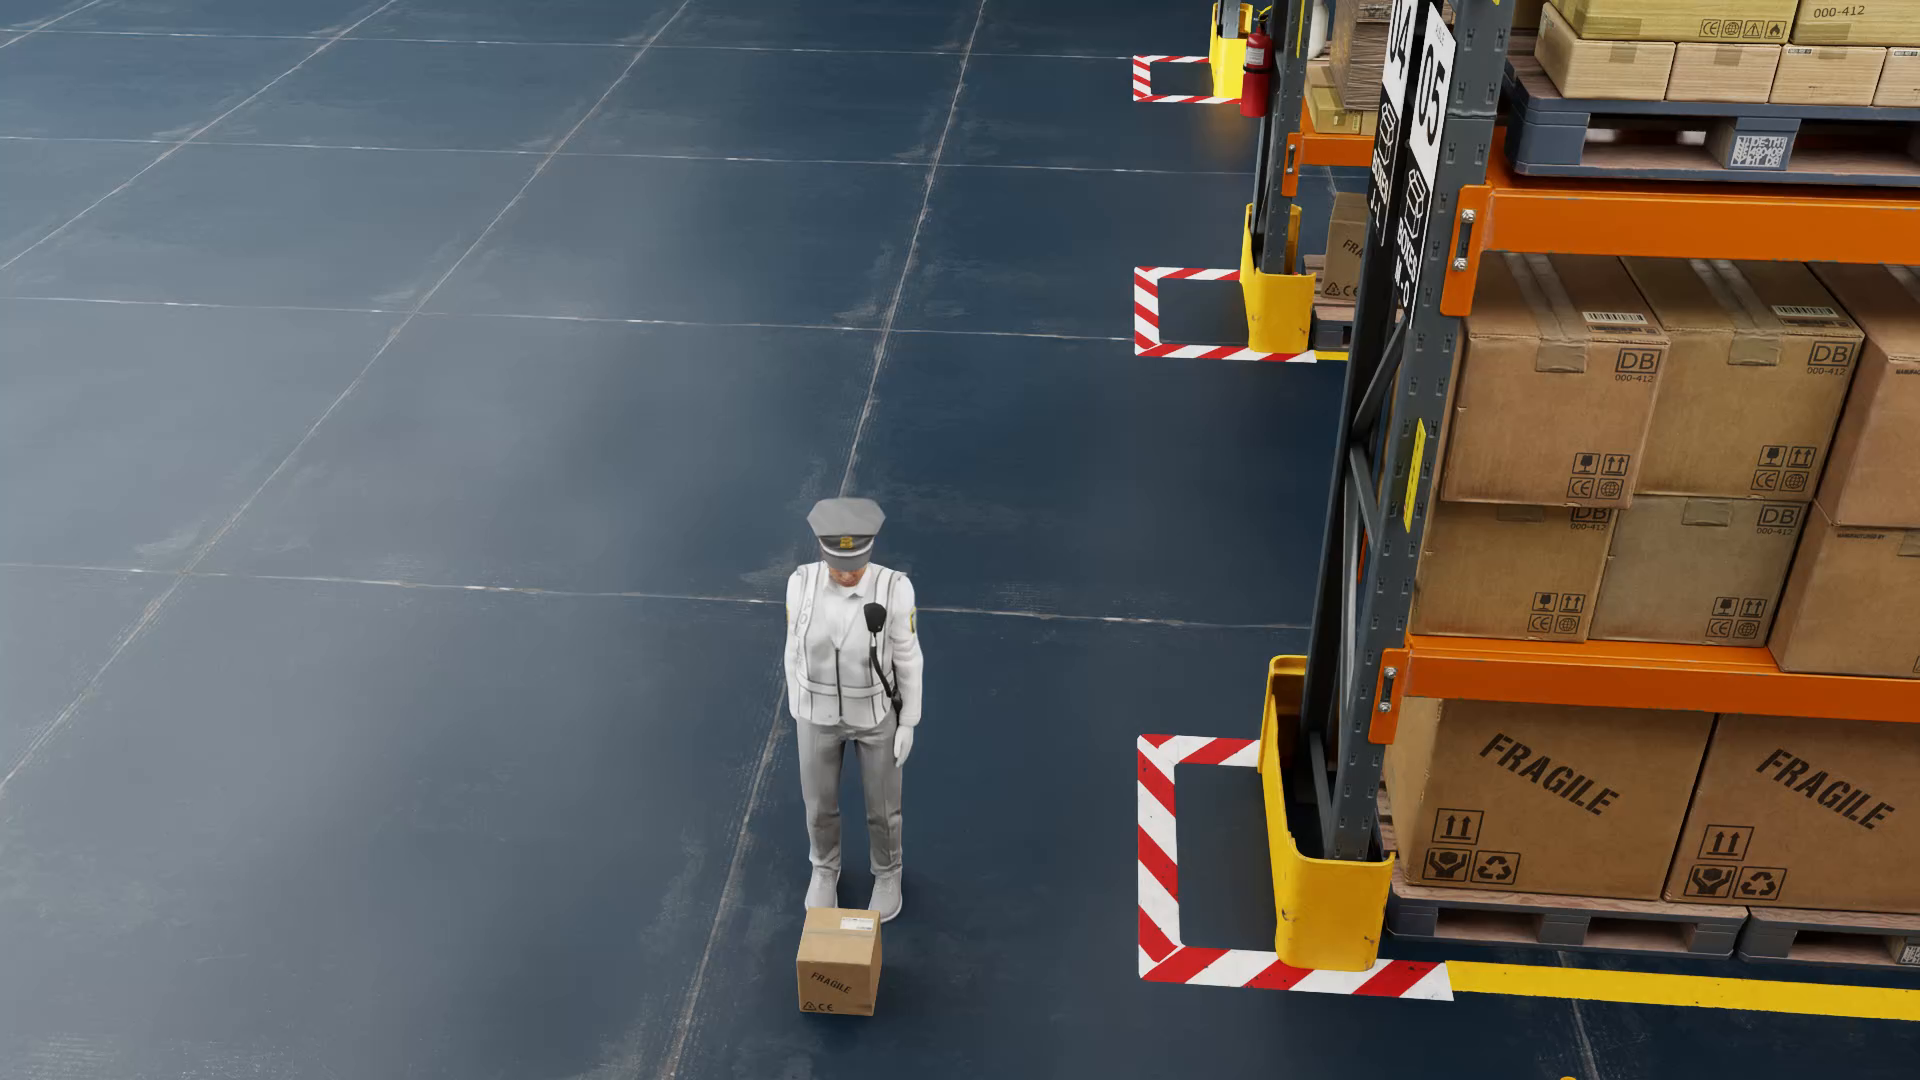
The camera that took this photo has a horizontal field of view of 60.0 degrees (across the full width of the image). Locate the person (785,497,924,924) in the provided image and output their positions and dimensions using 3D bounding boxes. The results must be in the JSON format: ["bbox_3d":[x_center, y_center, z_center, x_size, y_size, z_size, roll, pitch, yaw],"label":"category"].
[{"bbox_3d":[-0.360,0.608,5.679,0.471,1.666,0.327,3,32,5],"label":"person"}]
